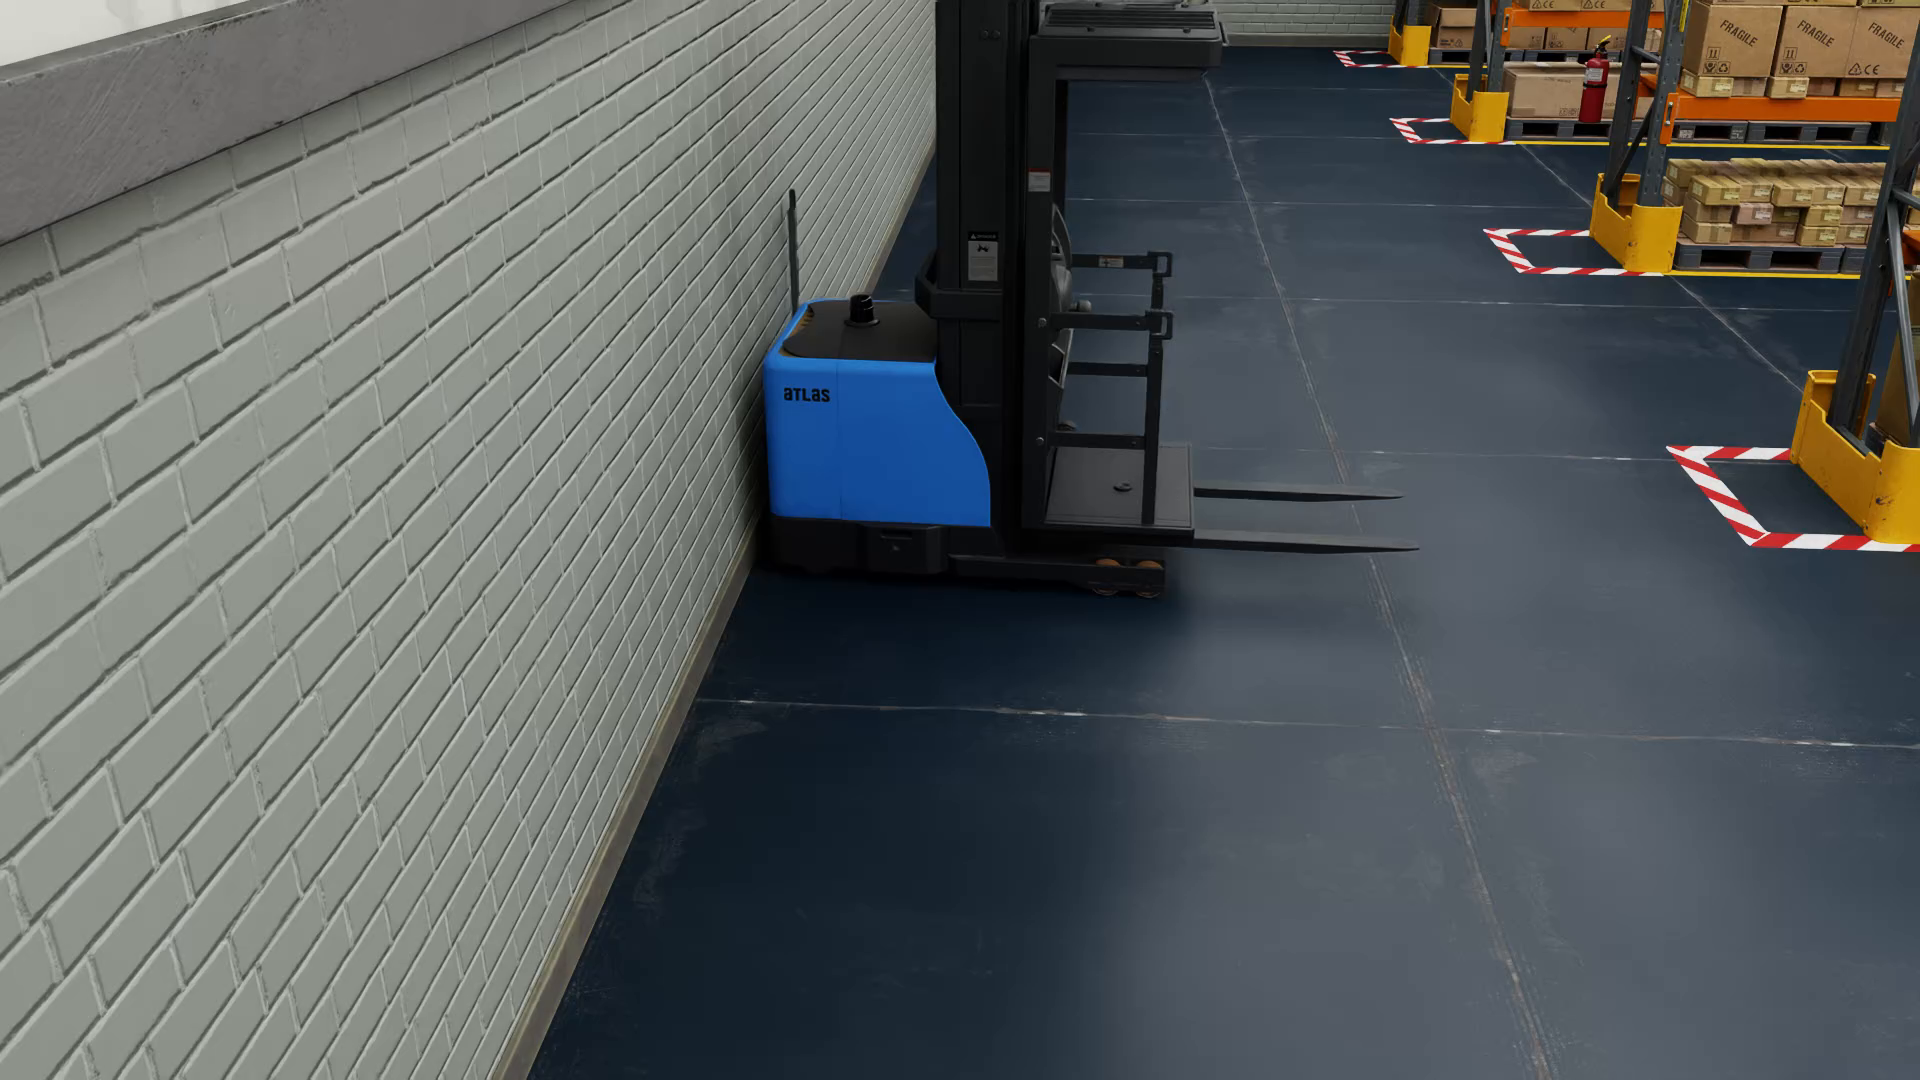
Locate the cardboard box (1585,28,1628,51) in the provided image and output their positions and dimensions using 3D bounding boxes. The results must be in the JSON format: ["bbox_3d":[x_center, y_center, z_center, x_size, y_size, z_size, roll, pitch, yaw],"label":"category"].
[{"bbox_3d":[8.377,-6.703,21.717,0.500,0.500,0.700,1,25,2],"label":"cardboard box"}]

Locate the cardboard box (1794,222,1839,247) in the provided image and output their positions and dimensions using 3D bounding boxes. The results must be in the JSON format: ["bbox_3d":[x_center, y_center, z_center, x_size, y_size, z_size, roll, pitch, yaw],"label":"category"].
[{"bbox_3d":[6.495,-2.361,12.701,0.250,0.149,0.380,2,25,5],"label":"cardboard box"}]

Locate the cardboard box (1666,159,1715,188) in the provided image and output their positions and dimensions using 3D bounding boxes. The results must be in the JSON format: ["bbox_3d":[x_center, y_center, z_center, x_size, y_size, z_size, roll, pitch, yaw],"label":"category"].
[{"bbox_3d":[5.782,-2.903,13.168,0.250,0.149,0.380,2,25,5],"label":"cardboard box"}]

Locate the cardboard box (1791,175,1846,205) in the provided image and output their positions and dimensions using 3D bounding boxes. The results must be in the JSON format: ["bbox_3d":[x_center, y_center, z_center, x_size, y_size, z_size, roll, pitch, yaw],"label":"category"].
[{"bbox_3d":[6.511,-2.663,12.645,0.250,0.149,0.380,1,25,1],"label":"cardboard box"}]

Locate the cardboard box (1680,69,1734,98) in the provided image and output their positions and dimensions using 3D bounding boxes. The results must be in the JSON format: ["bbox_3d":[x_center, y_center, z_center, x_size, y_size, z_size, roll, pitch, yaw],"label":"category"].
[{"bbox_3d":[5.533,-3.388,12.324,0.250,0.149,0.380,2,25,4],"label":"cardboard box"}]

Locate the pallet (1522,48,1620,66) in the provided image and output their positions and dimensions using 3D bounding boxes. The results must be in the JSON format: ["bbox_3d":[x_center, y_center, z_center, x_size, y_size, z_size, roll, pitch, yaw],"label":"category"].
[{"bbox_3d":[7.973,-6.449,22.014,1.213,0.211,1.003,2,25,4],"label":"pallet"}]

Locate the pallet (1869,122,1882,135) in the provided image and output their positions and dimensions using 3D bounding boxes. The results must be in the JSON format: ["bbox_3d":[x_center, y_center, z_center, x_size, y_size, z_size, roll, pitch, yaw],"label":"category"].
[{"bbox_3d":[10.277,-4.327,17.401,1.213,0.211,1.003,2,25,4],"label":"pallet"}]

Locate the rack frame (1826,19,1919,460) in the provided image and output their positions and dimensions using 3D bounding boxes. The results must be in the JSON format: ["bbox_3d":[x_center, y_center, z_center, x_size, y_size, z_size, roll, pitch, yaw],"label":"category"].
[{"bbox_3d":[4.755,-1.585,8.106,0.127,3.000,1.000,2,25,4],"label":"rack frame"}]

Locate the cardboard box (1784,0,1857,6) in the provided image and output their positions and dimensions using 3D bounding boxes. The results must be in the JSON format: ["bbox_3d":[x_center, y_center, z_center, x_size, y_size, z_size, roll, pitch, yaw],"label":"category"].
[{"bbox_3d":[6.166,-4.145,11.998,0.500,0.500,0.500,3,25,6],"label":"cardboard box"}]

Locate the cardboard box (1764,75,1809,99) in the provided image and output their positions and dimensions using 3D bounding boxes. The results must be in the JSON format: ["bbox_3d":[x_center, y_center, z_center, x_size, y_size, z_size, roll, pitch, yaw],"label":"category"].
[{"bbox_3d":[6.054,-3.366,12.277,0.250,0.149,0.380,1,25,2],"label":"cardboard box"}]

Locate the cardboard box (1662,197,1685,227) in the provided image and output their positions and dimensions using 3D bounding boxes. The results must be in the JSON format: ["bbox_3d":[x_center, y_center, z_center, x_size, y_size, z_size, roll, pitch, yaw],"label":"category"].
[{"bbox_3d":[5.776,-2.614,13.252,0.250,0.149,0.380,2,25,5],"label":"cardboard box"}]

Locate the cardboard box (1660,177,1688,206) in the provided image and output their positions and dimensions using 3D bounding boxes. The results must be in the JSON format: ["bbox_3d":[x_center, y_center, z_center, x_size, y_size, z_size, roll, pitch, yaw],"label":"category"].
[{"bbox_3d":[5.783,-2.782,13.259,0.250,0.149,0.380,1,25,3],"label":"cardboard box"}]

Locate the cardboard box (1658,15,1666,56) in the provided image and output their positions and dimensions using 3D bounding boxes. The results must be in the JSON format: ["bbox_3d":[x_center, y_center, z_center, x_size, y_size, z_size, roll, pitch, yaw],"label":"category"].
[{"bbox_3d":[5.703,-3.922,12.710,0.500,0.500,0.500,2,25,5],"label":"cardboard box"}]

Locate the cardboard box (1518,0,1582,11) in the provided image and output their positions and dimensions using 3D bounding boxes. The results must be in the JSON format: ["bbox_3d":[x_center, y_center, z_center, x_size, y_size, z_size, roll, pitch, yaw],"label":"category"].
[{"bbox_3d":[5.970,-5.625,16.767,0.500,0.500,0.500,2,25,4],"label":"cardboard box"}]

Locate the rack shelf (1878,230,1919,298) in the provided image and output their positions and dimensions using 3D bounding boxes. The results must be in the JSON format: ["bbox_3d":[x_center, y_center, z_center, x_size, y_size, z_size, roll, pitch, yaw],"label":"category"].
[{"bbox_3d":[6.749,-1.194,8.117,4.000,0.370,1.077,2,25,4],"label":"rack shelf"}]

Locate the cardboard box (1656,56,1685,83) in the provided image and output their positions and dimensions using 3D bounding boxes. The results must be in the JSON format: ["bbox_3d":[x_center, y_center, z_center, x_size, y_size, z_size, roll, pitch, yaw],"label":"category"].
[{"bbox_3d":[5.582,-3.642,12.877,0.250,0.149,0.380,2,25,4],"label":"cardboard box"}]

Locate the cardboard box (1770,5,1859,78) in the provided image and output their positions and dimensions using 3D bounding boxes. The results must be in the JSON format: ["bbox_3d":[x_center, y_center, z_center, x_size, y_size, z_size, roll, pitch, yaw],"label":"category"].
[{"bbox_3d":[6.197,-3.693,12.212,0.500,0.500,0.500,2,25,4],"label":"cardboard box"}]

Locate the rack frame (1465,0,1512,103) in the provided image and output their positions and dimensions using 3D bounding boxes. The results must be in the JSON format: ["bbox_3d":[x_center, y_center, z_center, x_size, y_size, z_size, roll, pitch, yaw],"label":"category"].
[{"bbox_3d":[5.513,-5.715,17.082,0.127,3.000,1.000,2,25,4],"label":"rack frame"}]

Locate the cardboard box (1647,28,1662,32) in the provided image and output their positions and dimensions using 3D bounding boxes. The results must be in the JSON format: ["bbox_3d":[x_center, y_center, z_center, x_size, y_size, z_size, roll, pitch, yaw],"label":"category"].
[{"bbox_3d":[9.237,-6.745,22.034,0.500,0.311,0.500,3,25,6],"label":"cardboard box"}]

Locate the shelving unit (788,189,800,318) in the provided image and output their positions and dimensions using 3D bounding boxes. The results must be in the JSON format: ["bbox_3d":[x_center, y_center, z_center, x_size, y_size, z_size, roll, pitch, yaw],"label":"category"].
[{"bbox_3d":[-0.343,-1.048,8.733,1.048,1.500,0.538,-2,25,-4],"label":"shelving unit"}]

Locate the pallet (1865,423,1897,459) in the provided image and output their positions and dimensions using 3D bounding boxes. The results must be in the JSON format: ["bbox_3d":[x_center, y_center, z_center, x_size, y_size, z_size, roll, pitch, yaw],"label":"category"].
[{"bbox_3d":[5.558,-0.325,8.704,1.213,0.211,1.003,2,25,4],"label":"pallet"}]

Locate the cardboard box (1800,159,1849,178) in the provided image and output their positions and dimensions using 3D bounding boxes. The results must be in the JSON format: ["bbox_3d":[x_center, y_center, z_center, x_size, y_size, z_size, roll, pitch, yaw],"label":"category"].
[{"bbox_3d":[6.822,-2.896,13.152,0.250,0.149,0.380,3,25,6],"label":"cardboard box"}]

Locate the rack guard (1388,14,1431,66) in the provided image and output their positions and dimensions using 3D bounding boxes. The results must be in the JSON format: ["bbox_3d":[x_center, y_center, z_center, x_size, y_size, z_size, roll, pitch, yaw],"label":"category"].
[{"bbox_3d":[5.965,-6.646,22.095,0.348,0.500,1.175,2,25,4],"label":"rack guard"}]

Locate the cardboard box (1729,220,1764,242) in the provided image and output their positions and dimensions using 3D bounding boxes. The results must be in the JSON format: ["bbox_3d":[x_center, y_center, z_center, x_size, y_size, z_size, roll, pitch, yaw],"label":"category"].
[{"bbox_3d":[6.000,-2.420,12.829,0.250,0.149,0.380,2,25,4],"label":"cardboard box"}]

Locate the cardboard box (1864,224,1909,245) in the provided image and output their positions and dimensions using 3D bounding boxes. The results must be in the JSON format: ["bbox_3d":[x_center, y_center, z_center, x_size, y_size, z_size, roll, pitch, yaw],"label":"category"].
[{"bbox_3d":[6.998,-2.348,12.673,0.250,0.149,0.380,1,25,1],"label":"cardboard box"}]

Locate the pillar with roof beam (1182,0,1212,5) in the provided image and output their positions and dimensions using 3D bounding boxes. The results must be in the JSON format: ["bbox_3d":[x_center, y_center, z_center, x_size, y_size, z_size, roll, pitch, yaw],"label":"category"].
[{"bbox_3d":[2.941,-9.177,17.429,0.400,9.000,9.100,2,25,4],"label":"pillar with roof beam"}]

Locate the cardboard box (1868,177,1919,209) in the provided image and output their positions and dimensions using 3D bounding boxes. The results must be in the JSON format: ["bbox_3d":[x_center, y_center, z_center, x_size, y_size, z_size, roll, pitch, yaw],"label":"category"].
[{"bbox_3d":[7.045,-2.622,12.557,0.250,0.149,0.380,2,25,5],"label":"cardboard box"}]

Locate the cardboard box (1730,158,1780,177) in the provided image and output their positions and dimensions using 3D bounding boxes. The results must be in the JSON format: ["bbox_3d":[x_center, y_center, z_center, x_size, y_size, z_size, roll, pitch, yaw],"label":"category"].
[{"bbox_3d":[6.296,-2.916,13.195,0.250,0.149,0.380,1,25,3],"label":"cardboard box"}]

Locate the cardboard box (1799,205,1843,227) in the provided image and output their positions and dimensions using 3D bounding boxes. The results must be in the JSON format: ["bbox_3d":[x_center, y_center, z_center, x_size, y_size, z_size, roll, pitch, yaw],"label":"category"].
[{"bbox_3d":[6.505,-2.499,12.645,0.250,0.149,0.380,3,25,6],"label":"cardboard box"}]

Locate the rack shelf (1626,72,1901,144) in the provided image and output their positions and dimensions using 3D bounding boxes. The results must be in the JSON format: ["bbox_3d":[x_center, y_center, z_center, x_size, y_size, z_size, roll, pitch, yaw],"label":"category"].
[{"bbox_3d":[7.229,-3.258,12.602,4.000,0.370,1.077,2,25,4],"label":"rack shelf"}]

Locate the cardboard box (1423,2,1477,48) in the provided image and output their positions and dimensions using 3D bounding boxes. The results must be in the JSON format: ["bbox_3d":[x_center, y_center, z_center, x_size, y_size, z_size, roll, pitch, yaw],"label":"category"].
[{"bbox_3d":[6.492,-6.782,21.884,0.637,0.503,0.797,1,25,2],"label":"cardboard box"}]

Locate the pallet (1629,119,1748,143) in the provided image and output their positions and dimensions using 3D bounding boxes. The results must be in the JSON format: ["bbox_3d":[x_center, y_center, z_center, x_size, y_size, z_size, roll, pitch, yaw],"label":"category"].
[{"bbox_3d":[7.530,-4.415,17.593,1.213,0.211,1.003,2,25,4],"label":"pallet"}]

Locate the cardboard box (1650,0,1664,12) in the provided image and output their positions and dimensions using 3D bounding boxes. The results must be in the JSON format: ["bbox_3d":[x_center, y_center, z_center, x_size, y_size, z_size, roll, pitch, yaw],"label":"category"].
[{"bbox_3d":[6.982,-5.597,16.706,0.500,0.500,0.500,2,25,4],"label":"cardboard box"}]

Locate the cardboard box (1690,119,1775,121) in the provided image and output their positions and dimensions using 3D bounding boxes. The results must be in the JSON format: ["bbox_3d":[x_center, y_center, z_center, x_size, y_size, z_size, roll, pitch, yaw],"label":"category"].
[{"bbox_3d":[7.991,-4.707,17.454,0.875,0.438,0.875,1,25,2],"label":"cardboard box"}]

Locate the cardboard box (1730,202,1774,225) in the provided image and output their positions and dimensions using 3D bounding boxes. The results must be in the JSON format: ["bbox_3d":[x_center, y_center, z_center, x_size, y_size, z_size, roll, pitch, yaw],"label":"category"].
[{"bbox_3d":[6.007,-2.523,12.698,0.250,0.149,0.380,2,25,4],"label":"cardboard box"}]

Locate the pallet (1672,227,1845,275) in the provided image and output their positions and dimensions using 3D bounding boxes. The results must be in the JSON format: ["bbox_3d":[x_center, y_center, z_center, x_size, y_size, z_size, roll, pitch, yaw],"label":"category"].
[{"bbox_3d":[6.118,-2.339,13.080,1.213,0.211,1.003,2,25,4],"label":"pallet"}]

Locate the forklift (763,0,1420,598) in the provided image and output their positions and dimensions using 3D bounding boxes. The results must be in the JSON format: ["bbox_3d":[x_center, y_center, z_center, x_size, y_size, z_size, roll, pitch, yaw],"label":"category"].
[{"bbox_3d":[0.647,-1.301,7.570,3.031,2.935,1.130,3,25,6],"label":"forklift"}]

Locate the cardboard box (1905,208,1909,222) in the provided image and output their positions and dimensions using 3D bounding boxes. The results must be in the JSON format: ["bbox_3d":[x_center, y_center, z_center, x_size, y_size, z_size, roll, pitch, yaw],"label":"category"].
[{"bbox_3d":[7.050,-2.539,12.731,0.250,0.149,0.380,3,25,7],"label":"cardboard box"}]

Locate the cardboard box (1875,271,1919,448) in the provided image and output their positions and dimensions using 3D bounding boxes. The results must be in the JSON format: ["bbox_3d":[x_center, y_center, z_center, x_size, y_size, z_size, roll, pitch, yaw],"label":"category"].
[{"bbox_3d":[5.399,-0.823,8.490,0.875,0.875,0.875,2,25,4],"label":"cardboard box"}]

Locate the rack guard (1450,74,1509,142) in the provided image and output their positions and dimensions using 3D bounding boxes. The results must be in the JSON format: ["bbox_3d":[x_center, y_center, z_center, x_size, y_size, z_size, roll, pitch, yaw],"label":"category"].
[{"bbox_3d":[5.489,-4.580,17.606,0.348,0.500,1.175,2,25,4],"label":"rack guard"}]

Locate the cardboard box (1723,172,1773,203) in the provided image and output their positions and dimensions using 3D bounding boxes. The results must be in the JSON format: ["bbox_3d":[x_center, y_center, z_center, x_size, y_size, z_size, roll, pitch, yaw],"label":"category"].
[{"bbox_3d":[6.016,-2.698,12.721,0.250,0.149,0.380,2,25,5],"label":"cardboard box"}]

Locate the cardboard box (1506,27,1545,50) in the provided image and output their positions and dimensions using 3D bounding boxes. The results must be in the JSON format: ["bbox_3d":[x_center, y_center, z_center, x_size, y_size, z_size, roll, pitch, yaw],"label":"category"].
[{"bbox_3d":[7.341,-6.737,21.790,0.500,0.500,0.700,3,25,6],"label":"cardboard box"}]

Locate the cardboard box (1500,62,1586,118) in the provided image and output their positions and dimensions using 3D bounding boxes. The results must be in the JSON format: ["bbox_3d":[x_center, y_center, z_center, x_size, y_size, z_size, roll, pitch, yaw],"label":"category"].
[{"bbox_3d":[6.179,-4.762,17.574,0.875,0.438,0.875,1,25,2],"label":"cardboard box"}]

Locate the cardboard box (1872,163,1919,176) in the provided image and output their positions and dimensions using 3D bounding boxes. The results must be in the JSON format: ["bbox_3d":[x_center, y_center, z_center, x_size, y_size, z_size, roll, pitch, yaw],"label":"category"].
[{"bbox_3d":[7.340,-2.845,13.040,0.250,0.149,0.380,2,25,4],"label":"cardboard box"}]

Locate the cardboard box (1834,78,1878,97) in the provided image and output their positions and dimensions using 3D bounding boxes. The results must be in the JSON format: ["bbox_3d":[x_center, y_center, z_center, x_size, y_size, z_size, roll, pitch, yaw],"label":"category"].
[{"bbox_3d":[6.592,-3.396,12.342,0.250,0.149,0.380,2,25,3],"label":"cardboard box"}]
